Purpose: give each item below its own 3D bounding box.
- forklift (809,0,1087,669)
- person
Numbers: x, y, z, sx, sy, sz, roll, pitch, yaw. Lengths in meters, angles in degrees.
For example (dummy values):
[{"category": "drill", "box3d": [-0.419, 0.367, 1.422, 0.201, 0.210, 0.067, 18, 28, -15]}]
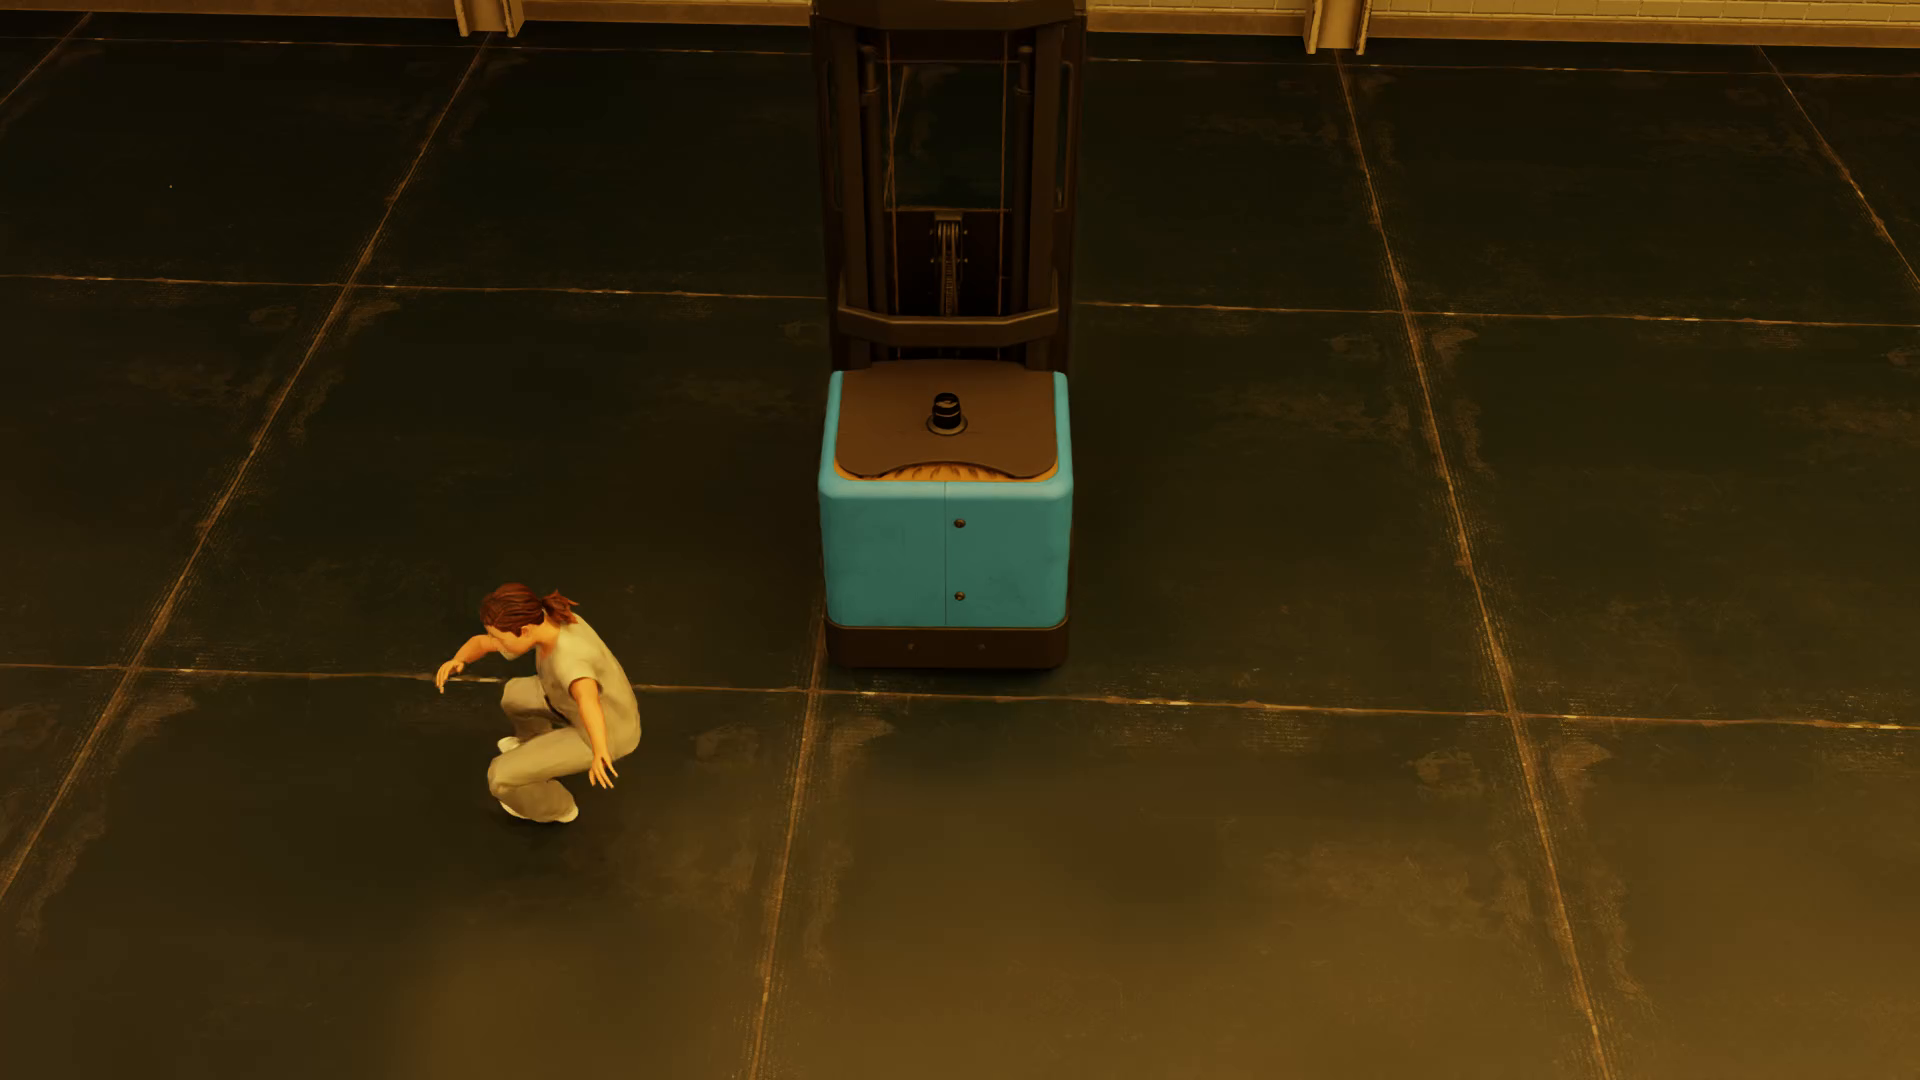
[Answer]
[{"category": "forklift", "box3d": [-0.043, -1.496, 7.381, 1.130, 2.935, 3.031, 0, 42, 0]}, {"category": "person", "box3d": [-1.497, 0.746, 6.113, 0.659, 1.367, 1.379, -13, 44, -13]}]
